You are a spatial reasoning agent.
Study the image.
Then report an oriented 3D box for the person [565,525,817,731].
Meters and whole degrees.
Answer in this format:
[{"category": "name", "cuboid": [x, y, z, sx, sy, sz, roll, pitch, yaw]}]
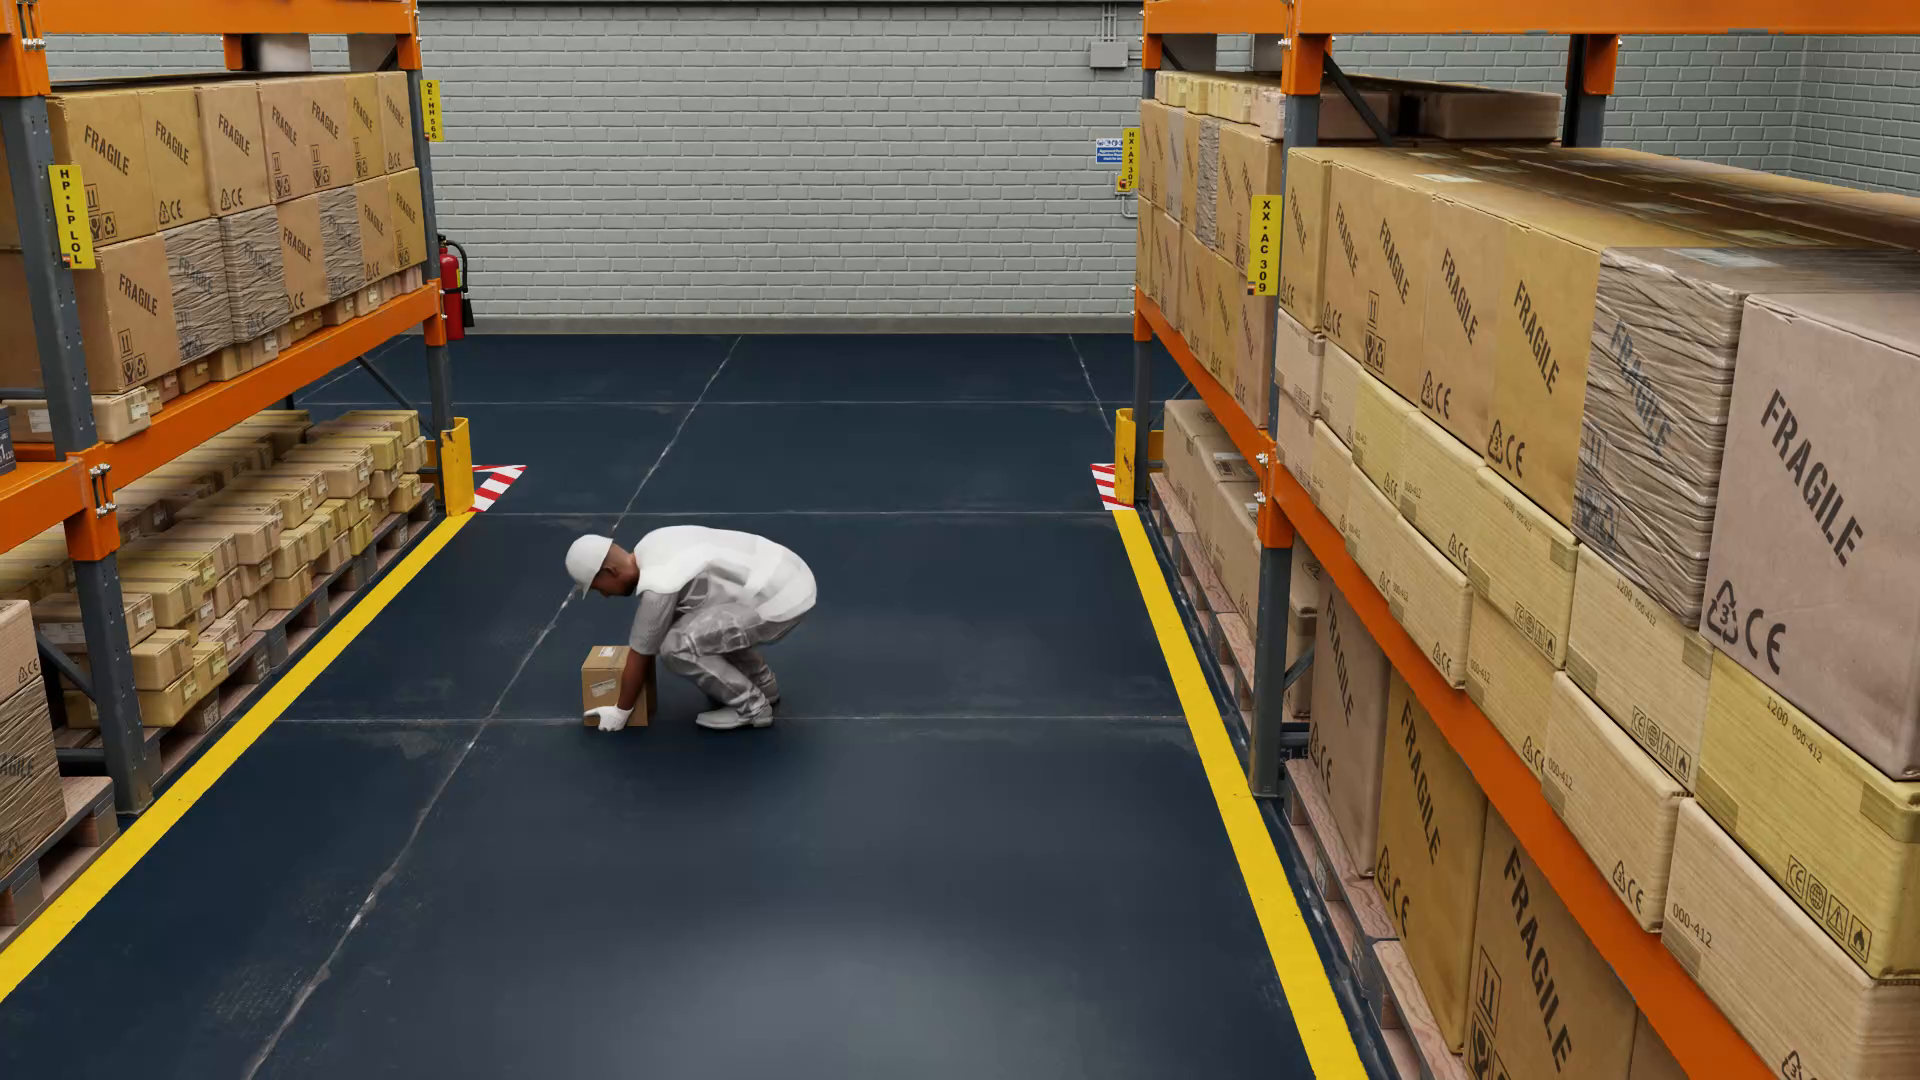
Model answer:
[{"category": "person", "cuboid": [-1.056, 0.348, 6.629, 0.971, 0.809, 0.560, -1, 17, -2]}]
